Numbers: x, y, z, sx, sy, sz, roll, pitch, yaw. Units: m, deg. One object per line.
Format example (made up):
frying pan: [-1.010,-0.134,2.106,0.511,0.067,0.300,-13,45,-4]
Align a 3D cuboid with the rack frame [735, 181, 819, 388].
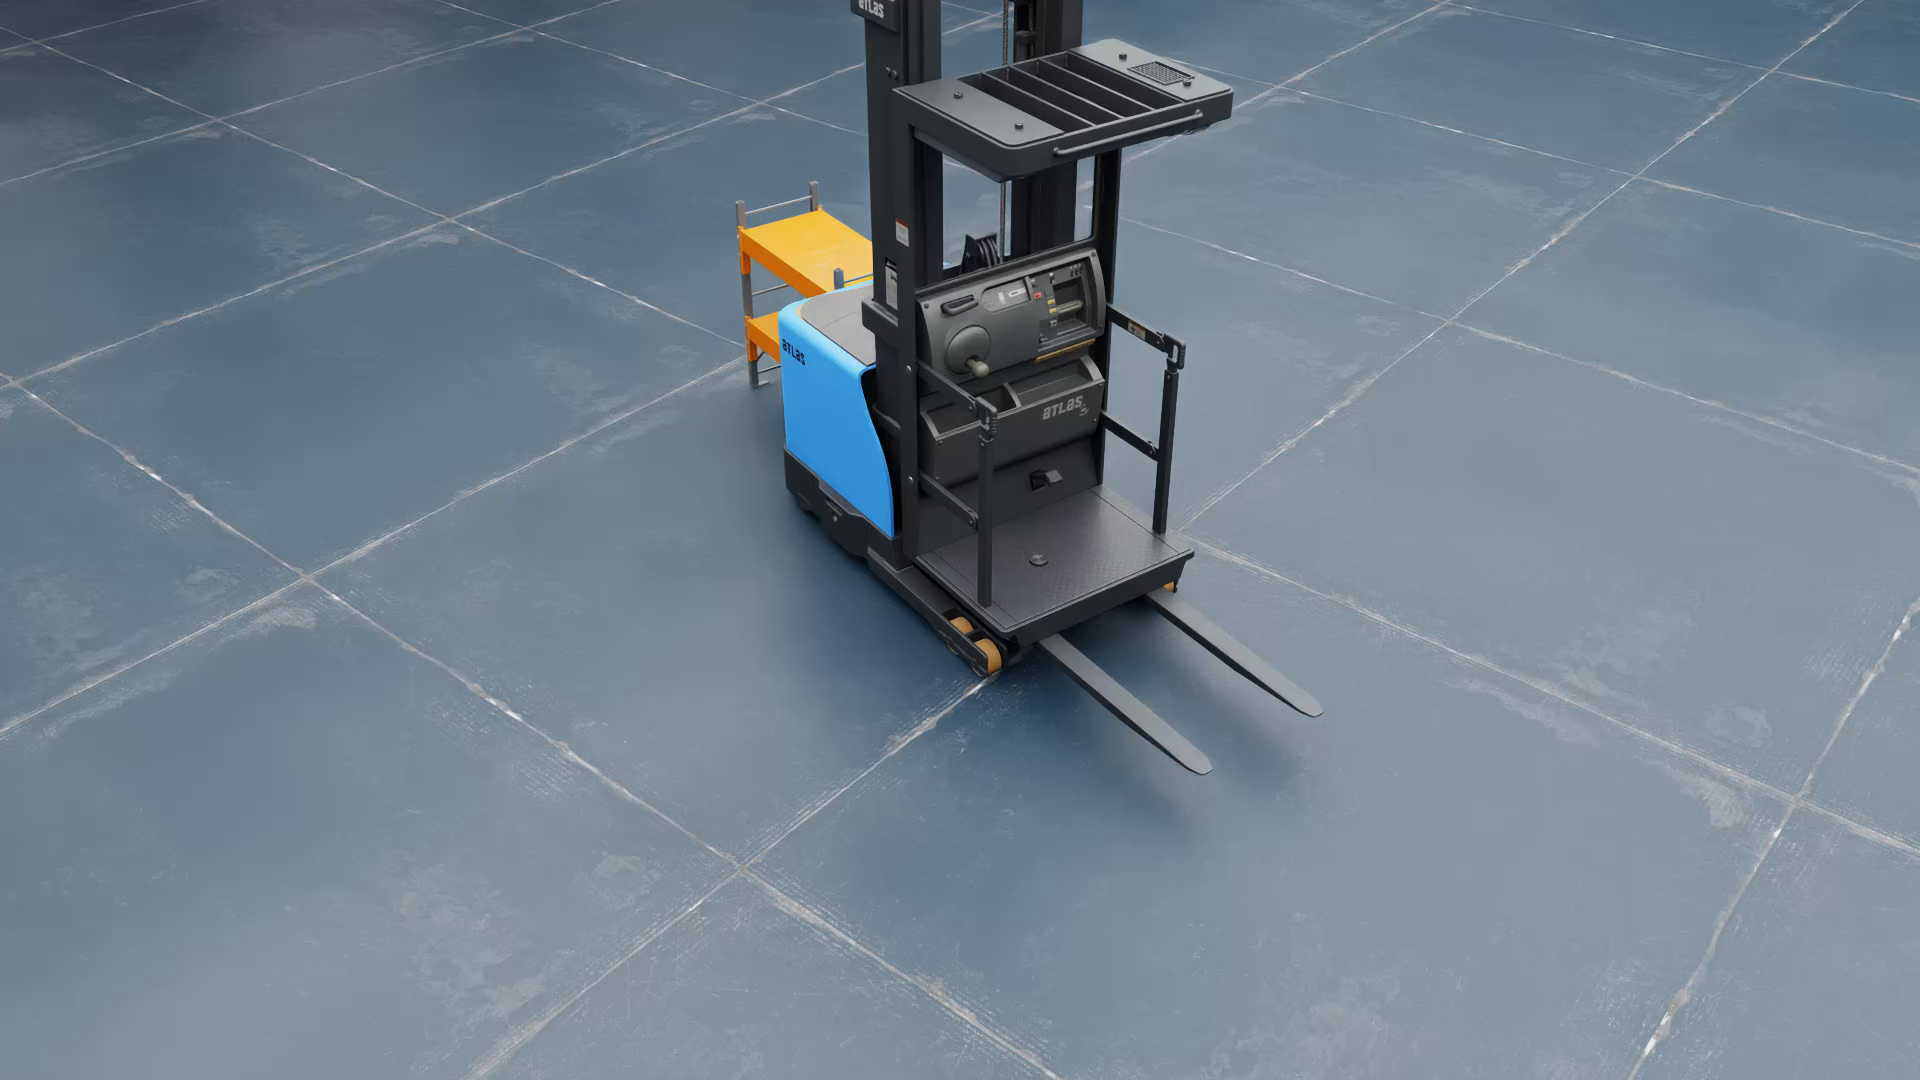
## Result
rack frame: [-0.991,-1.420,9.324,0.500,1.125,0.032,-21,40,-28]

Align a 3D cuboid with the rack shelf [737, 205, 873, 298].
rack shelf: [-0.702,-1.425,8.814,0.538,0.278,1.000,-21,40,-28]

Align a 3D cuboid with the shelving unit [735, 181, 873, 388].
shelving unit: [-0.702,-1.183,8.980,0.538,1.125,1.048,-21,40,-28]

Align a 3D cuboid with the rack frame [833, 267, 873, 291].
rack frame: [-0.413,-0.947,8.635,0.500,1.125,0.032,-21,40,-28]

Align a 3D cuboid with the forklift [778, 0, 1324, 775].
forklift: [0.360,-0.915,6.993,1.130,2.935,3.031,-21,40,-28]

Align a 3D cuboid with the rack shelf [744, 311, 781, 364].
rack shelf: [-0.702,-0.982,9.118,0.538,0.278,1.000,-21,40,-28]
